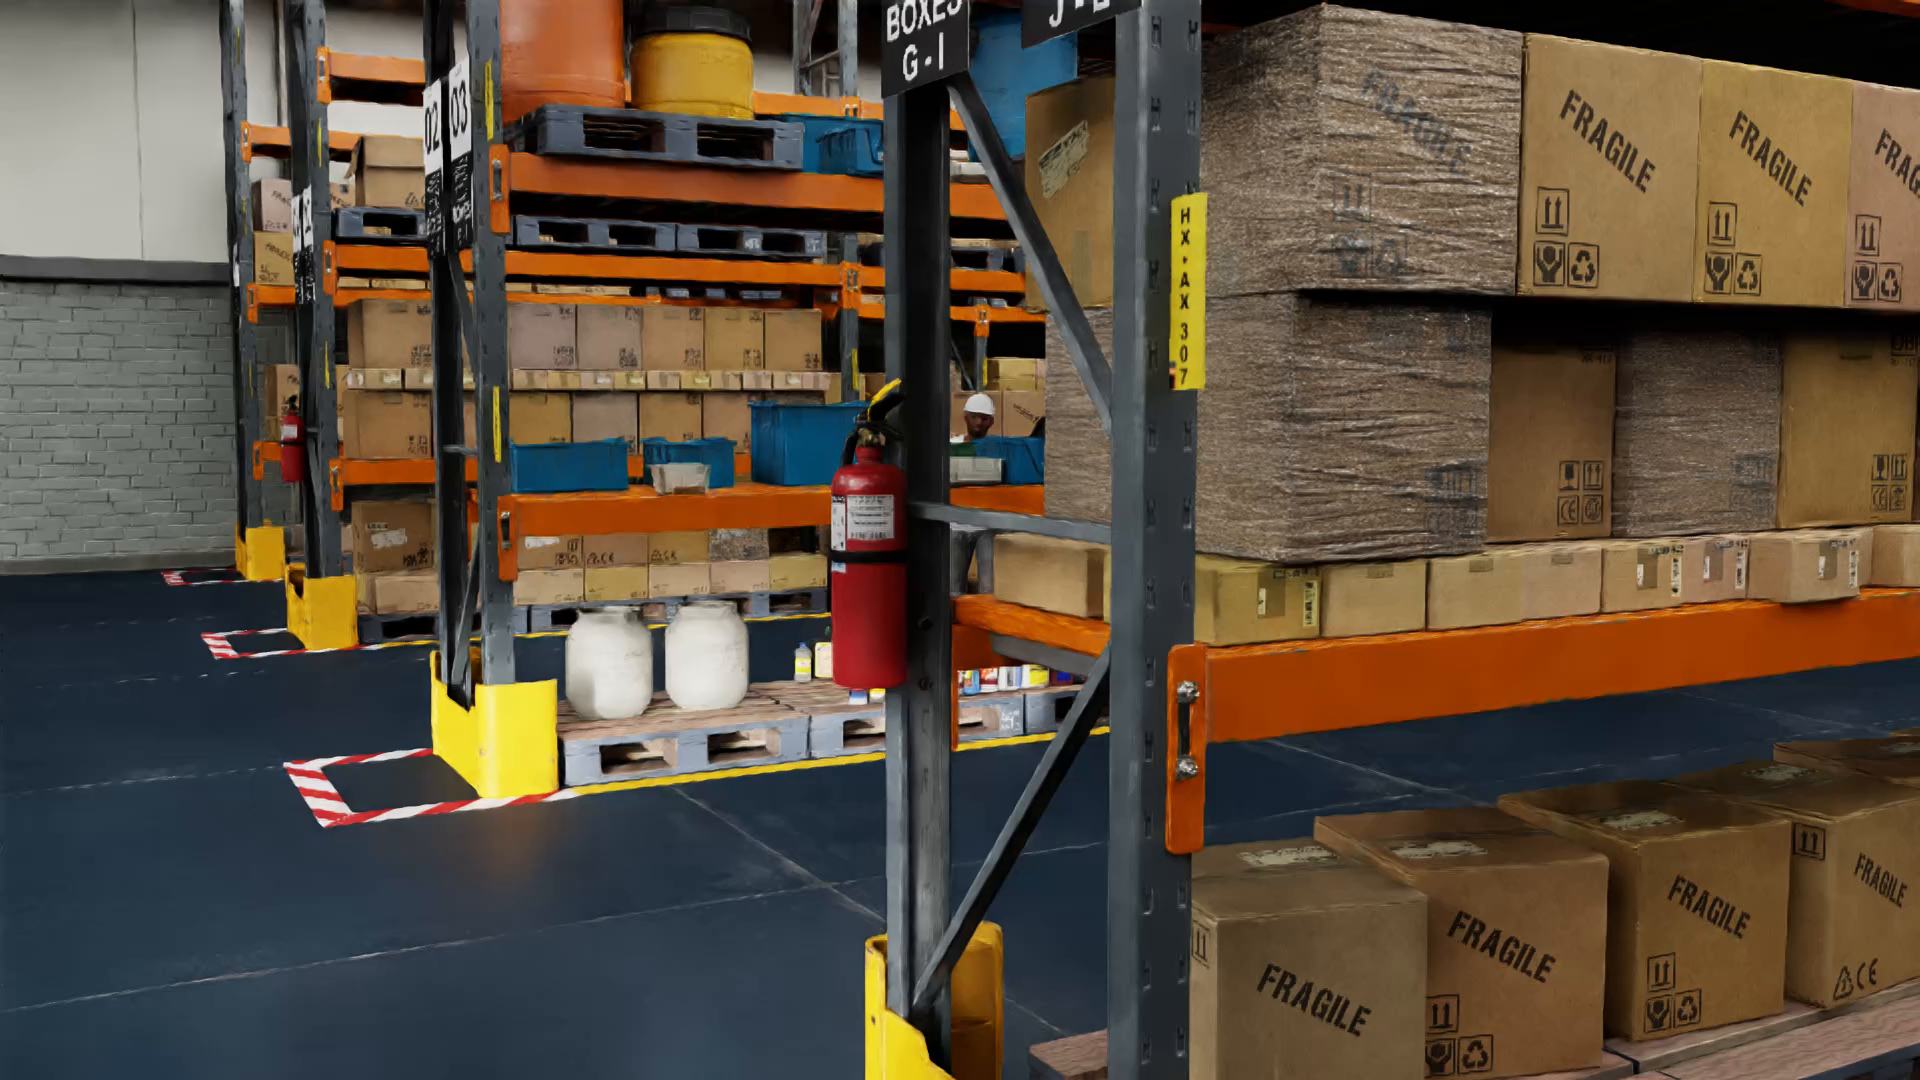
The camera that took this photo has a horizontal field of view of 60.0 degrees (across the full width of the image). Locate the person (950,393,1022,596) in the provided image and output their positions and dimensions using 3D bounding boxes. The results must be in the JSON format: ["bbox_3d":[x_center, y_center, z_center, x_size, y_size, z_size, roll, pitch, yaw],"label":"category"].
[{"bbox_3d":[0.110,-0.071,10.882,0.612,1.769,0.596,1,5,9],"label":"person"}]
